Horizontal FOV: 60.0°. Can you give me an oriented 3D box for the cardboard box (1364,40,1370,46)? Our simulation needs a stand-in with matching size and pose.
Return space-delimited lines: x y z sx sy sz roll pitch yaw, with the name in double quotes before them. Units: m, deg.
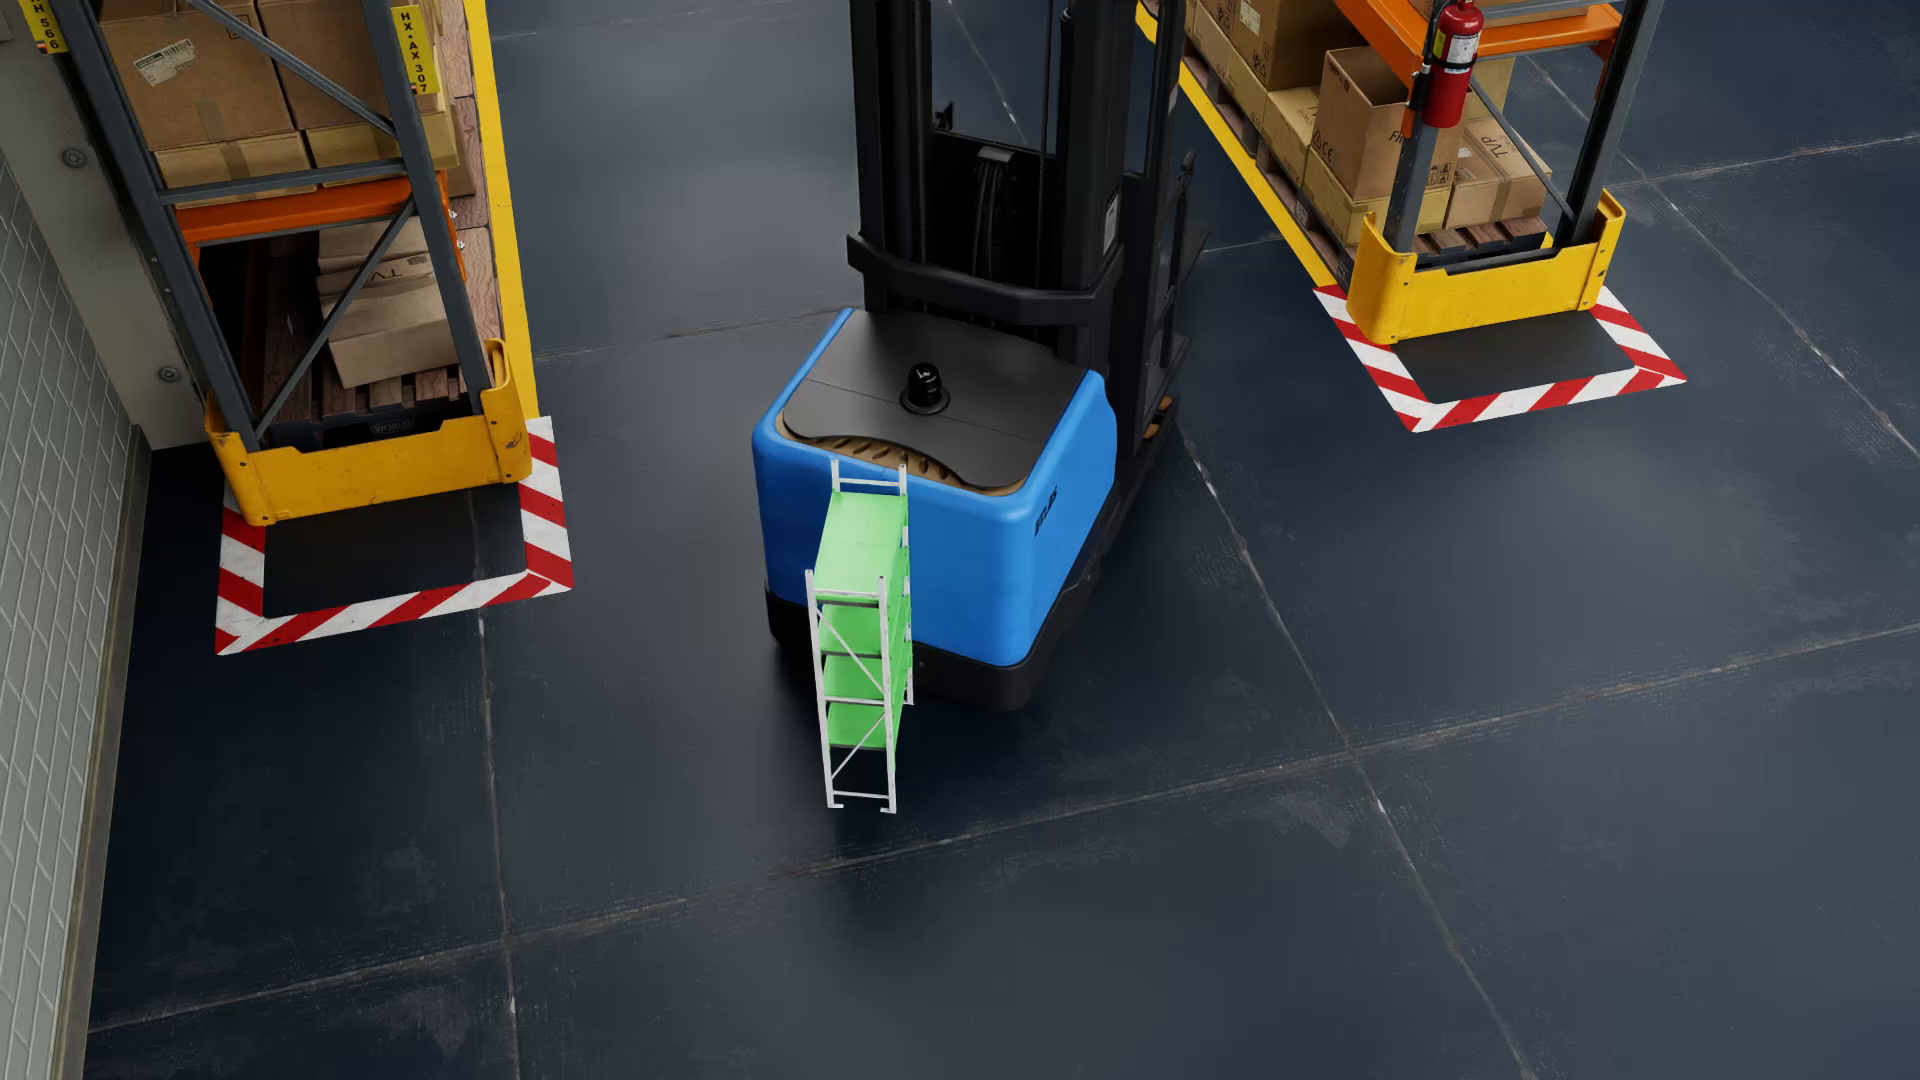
"cardboard box" 2.209 -2.722 8.424 0.500 0.500 0.500 -11 47 -10

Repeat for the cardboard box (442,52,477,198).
"cardboard box" -2.762 -1.951 8.004 0.700 0.500 0.500 -13 47 -13

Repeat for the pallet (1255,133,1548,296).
"pallet" 2.165 -1.721 8.289 1.003 0.211 1.213 -11 47 -10

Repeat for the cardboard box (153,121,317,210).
"cardboard box" -2.693 -1.510 6.221 0.500 0.250 0.500 -10 46 -10

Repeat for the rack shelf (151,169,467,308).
"rack shelf" -2.898 -2.397 7.503 1.077 0.370 4.000 -11 47 -10

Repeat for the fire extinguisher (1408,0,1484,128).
"fire extinguisher" 1.983 -1.983 6.647 0.296 0.674 0.183 -11 47 -10

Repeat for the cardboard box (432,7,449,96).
"cardboard box" -2.351 -1.974 6.675 0.500 0.250 0.500 -12 47 -12

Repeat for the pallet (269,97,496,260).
"pallet" -2.888 -1.753 8.320 1.003 0.211 1.213 -11 47 -10

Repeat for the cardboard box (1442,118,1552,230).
"cardboard box" 2.479 -1.772 8.018 0.500 0.250 0.500 -11 47 -10

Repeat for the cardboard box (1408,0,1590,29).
"cardboard box" 2.294 -2.536 7.065 0.700 0.500 0.500 -11 47 -10

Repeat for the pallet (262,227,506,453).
"pallet" -2.579 -0.912 7.496 1.003 0.211 1.213 -11 47 -10

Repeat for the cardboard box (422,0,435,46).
"cardboard box" -2.335 -2.213 6.384 0.500 0.500 0.500 -11 47 -10

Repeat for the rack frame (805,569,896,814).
"rack frame" -0.344 0.522 5.398 0.240 1.200 0.015 4 46 4

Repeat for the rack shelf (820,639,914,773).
"rack shelf" -0.319 0.562 5.785 0.258 0.148 0.480 4 46 4

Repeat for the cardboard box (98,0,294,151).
"cardboard box" -2.712 -1.772 5.952 0.500 0.500 0.500 -11 47 -11

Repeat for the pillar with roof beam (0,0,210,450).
"pillar with roof beam" 0.760 -4.480 4.840 9.100 9.000 0.400 -11 47 -10

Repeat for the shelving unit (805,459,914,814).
"shelving unit" -0.319 0.349 5.568 0.258 1.200 0.503 4 46 4

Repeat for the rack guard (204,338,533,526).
"rack guard" -2.405 -0.446 6.837 1.175 0.500 0.348 -11 47 -10

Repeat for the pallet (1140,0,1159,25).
"pallet" 1.541 -3.405 9.940 1.003 0.211 1.213 -11 47 -10

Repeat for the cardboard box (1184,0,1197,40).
"cardboard box" 1.449 -3.055 9.275 0.500 0.250 0.500 -11 47 -10

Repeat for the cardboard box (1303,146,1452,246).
"cardboard box" 1.979 -1.677 7.925 0.500 0.250 0.500 -11 47 -10

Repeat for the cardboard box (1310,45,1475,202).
"cardboard box" 1.977 -1.939 7.657 0.500 0.500 0.500 -11 47 -10

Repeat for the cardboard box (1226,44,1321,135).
"cardboard box" 1.709 -2.365 8.599 0.500 0.250 0.500 -11 47 -10

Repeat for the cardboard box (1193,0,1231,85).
"cardboard box" 1.583 -2.711 8.938 0.500 0.250 0.500 -11 47 -10

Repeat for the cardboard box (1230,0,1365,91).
"cardboard box" 1.707 -2.627 8.331 0.500 0.500 0.500 -11 47 -10

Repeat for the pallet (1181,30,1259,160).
"pallet" 1.857 -2.562 9.112 1.003 0.211 1.213 -11 47 -10

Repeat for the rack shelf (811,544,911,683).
"rack shelf" -0.319 0.226 5.442 0.258 0.148 0.480 4 46 4

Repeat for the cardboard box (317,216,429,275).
"cardboard box" -2.622 -1.369 7.566 0.500 0.311 0.500 -7 46 -7

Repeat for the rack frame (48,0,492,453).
"rack frame" -2.386 -1.268 5.893 1.000 3.000 0.127 -11 47 -10

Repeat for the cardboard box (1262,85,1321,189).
"cardboard box" 1.839 -2.020 8.261 0.500 0.250 0.500 -11 47 -10

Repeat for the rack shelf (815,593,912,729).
"rack shelf" -0.319 0.394 5.614 0.258 0.148 0.480 4 46 4

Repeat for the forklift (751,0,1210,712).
"forklift" 0.304 -1.470 6.139 1.130 2.935 3.031 16 48 15

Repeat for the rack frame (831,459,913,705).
"rack frame" -0.293 0.176 5.738 0.240 1.200 0.015 4 46 4

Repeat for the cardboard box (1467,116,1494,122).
"cardboard box" 2.348 -2.117 8.355 0.500 0.250 0.500 -11 47 -10

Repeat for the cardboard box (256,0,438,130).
"cardboard box" -2.218 -1.870 6.048 0.500 0.500 0.500 -11 47 -10

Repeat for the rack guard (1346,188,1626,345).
"rack guard" 2.408 -1.285 7.659 1.175 0.500 0.348 -11 47 -10

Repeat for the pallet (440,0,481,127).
"pallet" -3.204 -2.597 9.147 1.003 0.211 1.213 -11 47 -10

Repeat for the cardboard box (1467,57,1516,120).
"cardboard box" 2.350 -2.379 8.088 0.500 0.500 0.500 -11 47 -10

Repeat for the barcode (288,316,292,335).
"barcode" -2.867 -0.918 7.117 0.001 0.075 0.075 -11 47 -10

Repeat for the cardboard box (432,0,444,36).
"cardboard box" -2.475 -2.326 7.021 0.500 0.250 0.500 -11 47 -11

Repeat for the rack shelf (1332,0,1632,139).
"rack shelf" 1.890 -3.306 8.393 1.077 0.370 4.000 -11 47 -10

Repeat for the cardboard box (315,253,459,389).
"cardboard box" -2.476 -0.975 7.180 0.500 0.311 0.500 -16 48 -15

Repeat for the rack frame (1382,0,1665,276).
"rack frame" 2.402 -2.177 6.783 1.000 3.000 0.127 -11 47 -10

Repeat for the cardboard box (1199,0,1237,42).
"cardboard box" 1.580 -2.973 8.669 0.500 0.500 0.500 -11 47 -10

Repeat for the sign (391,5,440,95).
"sign" -1.862 -1.671 5.681 0.100 0.325 0.005 -11 47 -10

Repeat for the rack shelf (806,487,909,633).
"rack shelf" -0.319 0.058 5.271 0.258 0.148 0.480 4 46 4

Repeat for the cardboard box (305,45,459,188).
"cardboard box" -2.204 -1.618 6.326 0.500 0.250 0.500 -12 47 -11

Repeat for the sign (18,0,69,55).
"sign" -2.928 -1.696 5.280 0.100 0.325 0.005 -11 47 -10
